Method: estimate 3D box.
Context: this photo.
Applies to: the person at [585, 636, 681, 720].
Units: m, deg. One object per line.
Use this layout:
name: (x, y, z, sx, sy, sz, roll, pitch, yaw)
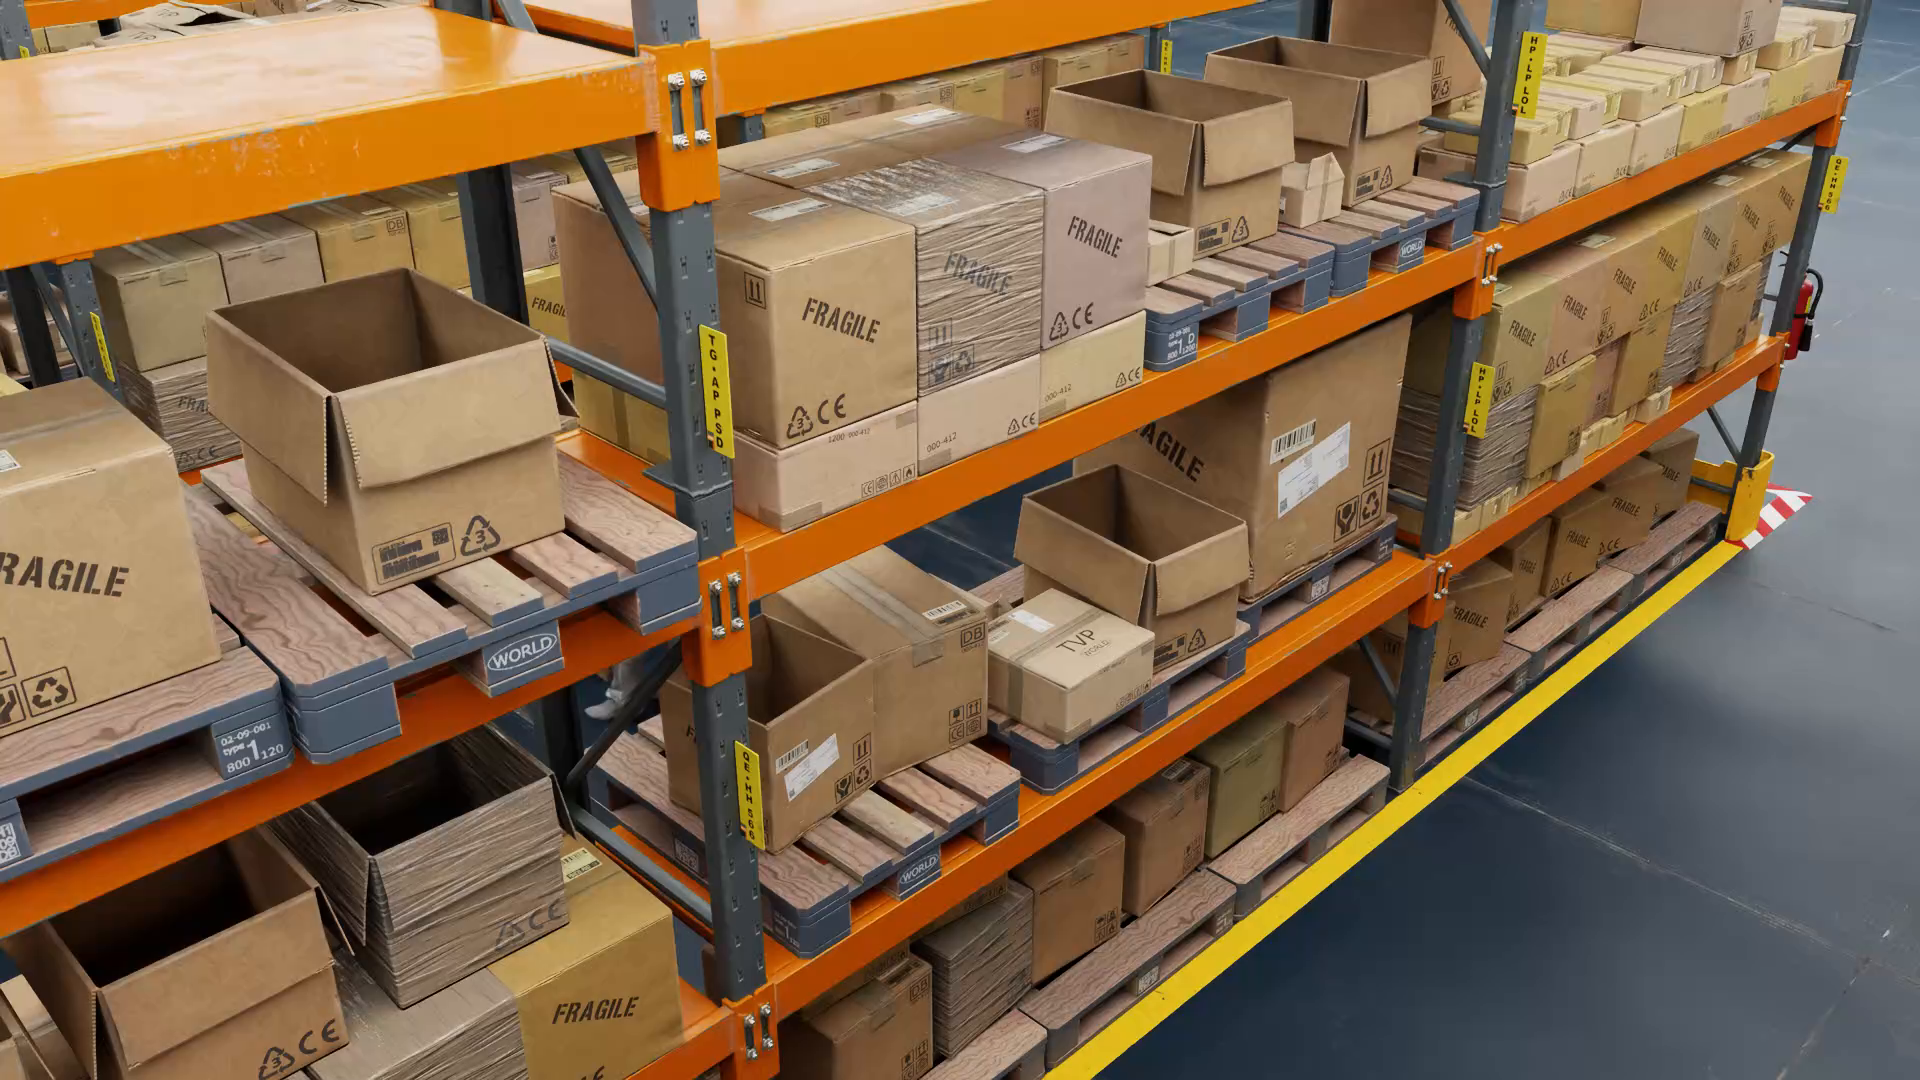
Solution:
person: (-1.641, 0.064, 8.483, 0.508, 1.798, 0.607, 12, 30, 22)
